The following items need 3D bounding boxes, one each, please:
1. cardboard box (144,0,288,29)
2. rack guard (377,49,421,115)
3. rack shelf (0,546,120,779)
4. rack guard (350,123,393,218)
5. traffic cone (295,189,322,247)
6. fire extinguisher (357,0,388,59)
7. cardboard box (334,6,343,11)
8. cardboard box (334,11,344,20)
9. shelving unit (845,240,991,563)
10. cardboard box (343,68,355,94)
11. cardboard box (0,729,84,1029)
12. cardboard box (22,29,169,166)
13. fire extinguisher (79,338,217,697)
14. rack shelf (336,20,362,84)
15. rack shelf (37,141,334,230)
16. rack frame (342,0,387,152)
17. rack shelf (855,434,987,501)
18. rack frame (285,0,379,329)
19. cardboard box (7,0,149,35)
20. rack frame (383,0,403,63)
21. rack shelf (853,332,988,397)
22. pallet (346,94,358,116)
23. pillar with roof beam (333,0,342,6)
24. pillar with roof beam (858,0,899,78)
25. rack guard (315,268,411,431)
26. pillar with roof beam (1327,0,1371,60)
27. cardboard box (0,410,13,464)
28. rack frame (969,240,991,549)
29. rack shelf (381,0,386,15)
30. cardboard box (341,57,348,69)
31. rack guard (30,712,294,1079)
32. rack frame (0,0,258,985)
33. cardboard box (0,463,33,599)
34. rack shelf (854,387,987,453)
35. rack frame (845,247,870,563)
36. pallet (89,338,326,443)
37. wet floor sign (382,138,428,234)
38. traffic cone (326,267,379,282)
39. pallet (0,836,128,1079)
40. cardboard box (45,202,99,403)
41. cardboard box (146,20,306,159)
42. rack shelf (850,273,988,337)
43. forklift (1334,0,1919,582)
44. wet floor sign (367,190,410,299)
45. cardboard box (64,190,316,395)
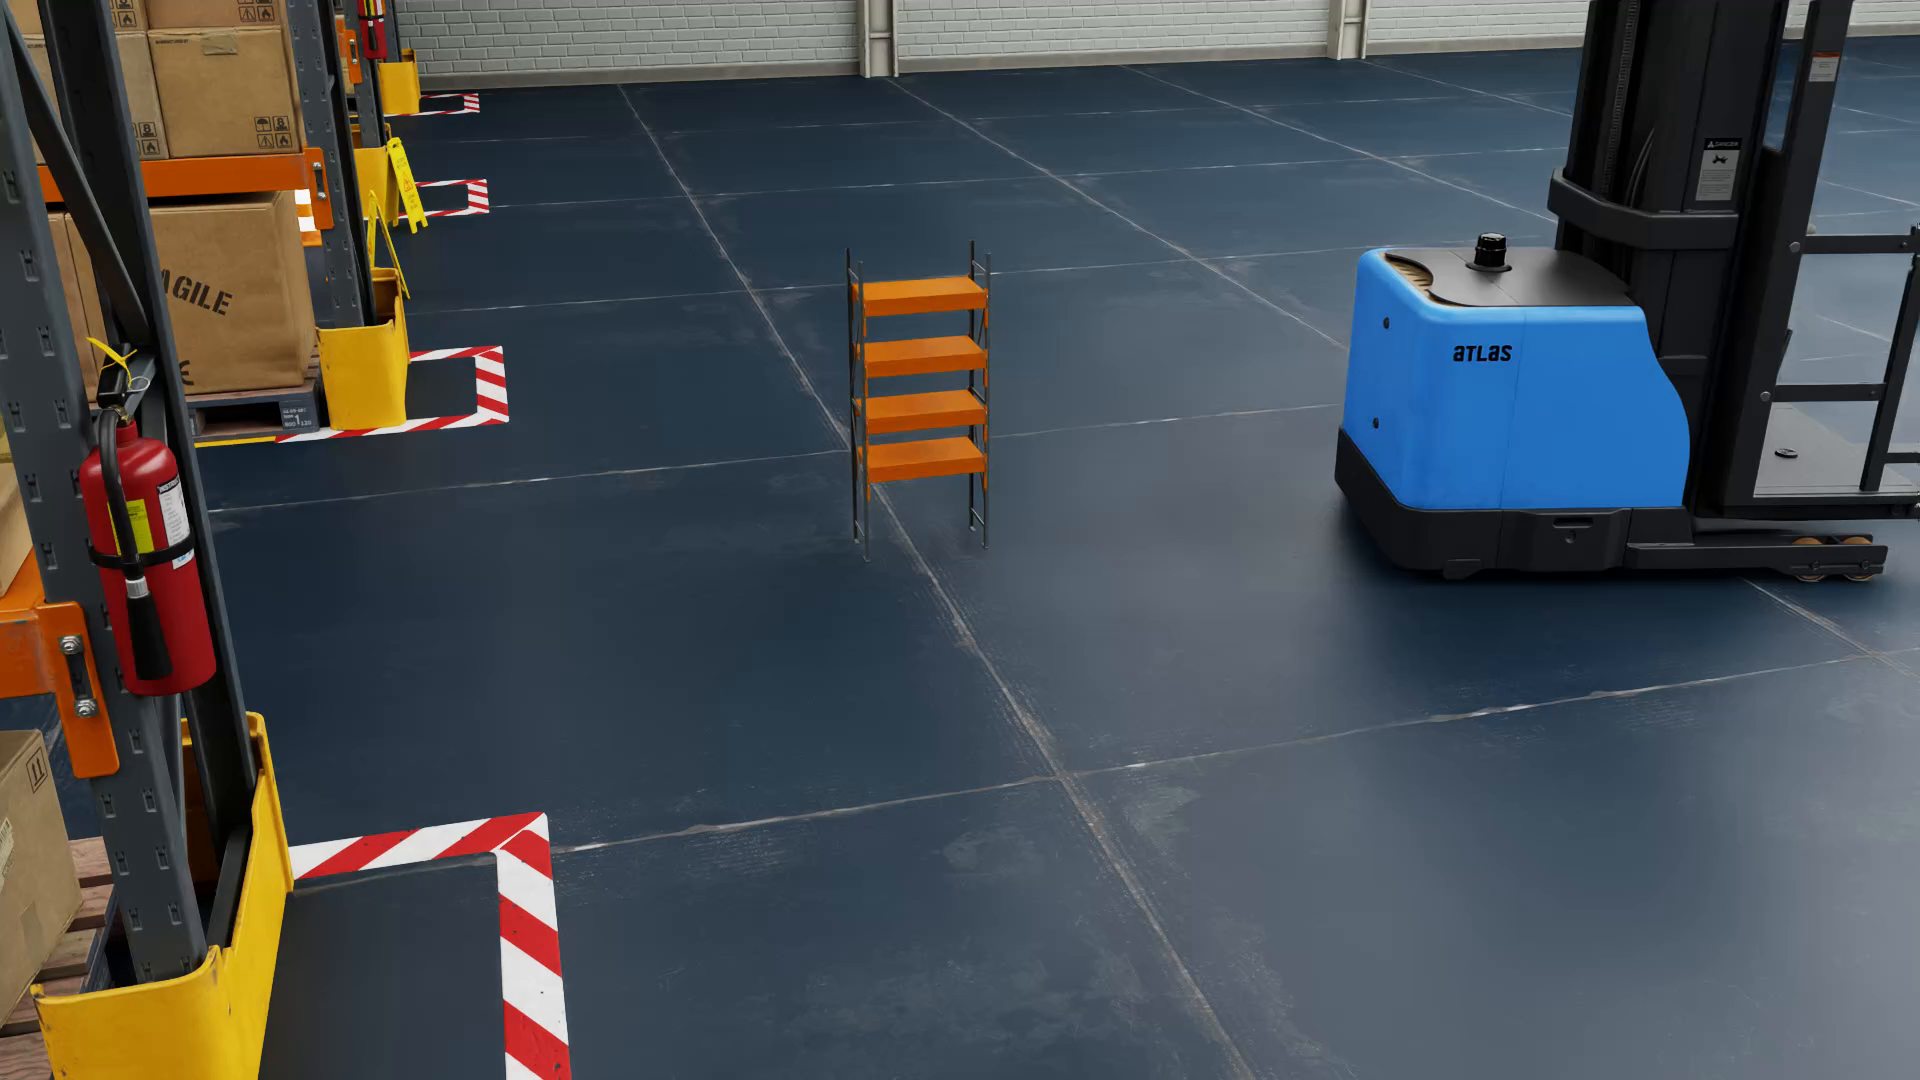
[{"bbox_3d":[-3.395,-2.671,7.612,0.550,0.550,0.875,-6,24,-14],"label":"cardboard box"},{"bbox_3d":[-5.783,-4.737,17.157,0.348,0.500,1.175,-6,24,-14],"label":"rack guard"},{"bbox_3d":[-3.711,0.307,3.144,4.000,0.370,1.077,-6,24,-14],"label":"rack shelf"},{"bbox_3d":[-4.535,-2.843,12.741,0.348,0.500,1.175,-6,24,-14],"label":"rack guard"},{"bbox_3d":[-4.527,-2.298,11.519,0.334,0.463,0.336,-6,24,-14],"label":"traffic cone"},{"bbox_3d":[-4.227,-3.801,11.903,0.183,0.674,0.296,-6,24,-14],"label":"fire extinguisher"},{"bbox_3d":[-6.320,-5.293,16.968,0.500,0.250,0.500,-7,24,-15],"label":"cardboard box"},{"bbox_3d":[-6.165,-5.105,16.530,0.500,0.250,0.500,-5,24,-13],"label":"cardboard box"},{"bbox_3d":[-0.159,-0.534,6.472,0.503,1.200,0.258,-6,24,-14],"label":"shelving unit"},{"bbox_3d":[-6.173,-4.643,16.721,0.500,0.250,0.500,-6,24,-14],"label":"cardboard box"},{"bbox_3d":[-2.391,0.779,3.768,0.500,0.500,0.500,-2,23,-5],"label":"cardboard box"},{"bbox_3d":[-3.896,-2.076,7.594,0.550,0.550,0.875,-6,24,-14],"label":"cardboard box"},{"bbox_3d":[-1.550,-0.039,3.134,0.183,0.674,0.296,-6,24,-14],"label":"fire extinguisher"},{"bbox_3d":[-6.388,-3.456,11.912,4.000,0.370,1.077,-6,24,-14],"label":"rack shelf"},{"bbox_3d":[-4.953,-1.587,7.557,4.000,0.370,1.077,-6,24,-14],"label":"rack shelf"},{"bbox_3d":[-4.462,-3.999,12.267,0.127,3.000,1.000,-6,24,-14],"label":"rack frame"},{"bbox_3d":[-0.159,-0.289,6.577,0.480,0.148,0.258,-6,24,-14],"label":"rack shelf"},{"bbox_3d":[-3.027,-2.131,7.912,0.127,3.000,1.000,-6,24,-14],"label":"rack frame"},{"bbox_3d":[-3.900,-2.578,7.394,0.550,0.550,0.875,-6,24,-14],"label":"cardboard box"},{"bbox_3d":[-5.806,-5.884,16.658,0.127,3.000,1.000,-6,24,-14],"label":"rack frame"},{"bbox_3d":[-0.159,-0.677,6.411,0.480,0.148,0.258,-6,24,-14],"label":"rack shelf"},{"bbox_3d":[-6.531,-4.505,16.981,1.213,0.211,1.003,-6,24,-14],"label":"pallet"},{"bbox_3d":[-5.557,-7.274,12.290,0.400,9.000,9.100,-6,24,-14],"label":"pillar with roof beam"},{"bbox_3d":[0.220,-7.913,13.780,0.400,9.000,9.100,-6,24,-14],"label":"pillar with roof beam"},{"bbox_3d":[-3.004,-0.985,8.411,0.348,0.500,1.175,-6,24,-14],"label":"rack guard"},{"bbox_3d":[5.997,-8.552,15.269,0.400,9.000,9.100,-6,24,-14],"label":"pillar with roof beam"},{"bbox_3d":[-2.124,-0.182,3.688,0.250,0.149,0.380,-6,24,-14],"label":"cardboard box"},{"bbox_3d":[0.076,-0.560,6.533,0.015,1.200,0.240,-6,24,-14],"label":"rack frame"},{"bbox_3d":[-7.732,-5.340,16.303,4.000,0.370,1.077,-6,24,-14],"label":"rack shelf"},{"bbox_3d":[-6.191,-4.872,16.621,0.500,0.250,0.500,-7,24,-15],"label":"cardboard box"},{"bbox_3d":[-1.858,0.920,3.972,0.348,0.500,1.175,-6,24,-14],"label":"rack guard"},{"bbox_3d":[-1.785,-0.237,3.498,0.127,3.000,1.000,-6,24,-14],"label":"rack frame"},{"bbox_3d":[-2.004,-0.013,3.294,0.250,0.149,0.380,-6,24,-14],"label":"cardboard box"},{"bbox_3d":[-0.159,-0.472,6.499,0.480,0.148,0.258,-6,24,-14],"label":"rack shelf"},{"bbox_3d":[-0.394,-0.508,6.412,0.015,1.200,0.240,-6,24,-14],"label":"rack frame"},{"bbox_3d":[-3.776,-0.735,8.194,1.213,0.211,1.003,-6,24,-14],"label":"pallet"},{"bbox_3d":[-3.990,-2.531,11.831,0.232,0.644,0.267,2,23,4],"label":"wet floor sign"},{"bbox_3d":[-3.900,-1.913,10.621,0.334,0.463,0.336,-6,24,-14],"label":"traffic cone"},{"bbox_3d":[-2.650,1.126,3.859,1.213,0.211,1.003,-6,24,-14],"label":"pallet"},{"bbox_3d":[-4.509,-1.156,7.801,0.875,0.875,0.875,-7,24,-15],"label":"cardboard box"},{"bbox_3d":[-3.373,-2.143,7.750,0.550,0.550,0.875,-6,24,-14],"label":"cardboard box"},{"bbox_3d":[-0.159,-0.895,6.317,0.480,0.148,0.258,-6,24,-14],"label":"rack shelf"},{"bbox_3d":[3.145,-1.394,6.283,3.031,2.935,1.130,-1,23,-2],"label":"forklift"},{"bbox_3d":[-3.534,-1.804,10.135,0.232,0.644,0.267,-11,25,-23],"label":"wet floor sign"},{"bbox_3d":[-3.663,-1.250,8.021,0.875,0.875,0.875,-6,24,-14],"label":"cardboard box"}]
